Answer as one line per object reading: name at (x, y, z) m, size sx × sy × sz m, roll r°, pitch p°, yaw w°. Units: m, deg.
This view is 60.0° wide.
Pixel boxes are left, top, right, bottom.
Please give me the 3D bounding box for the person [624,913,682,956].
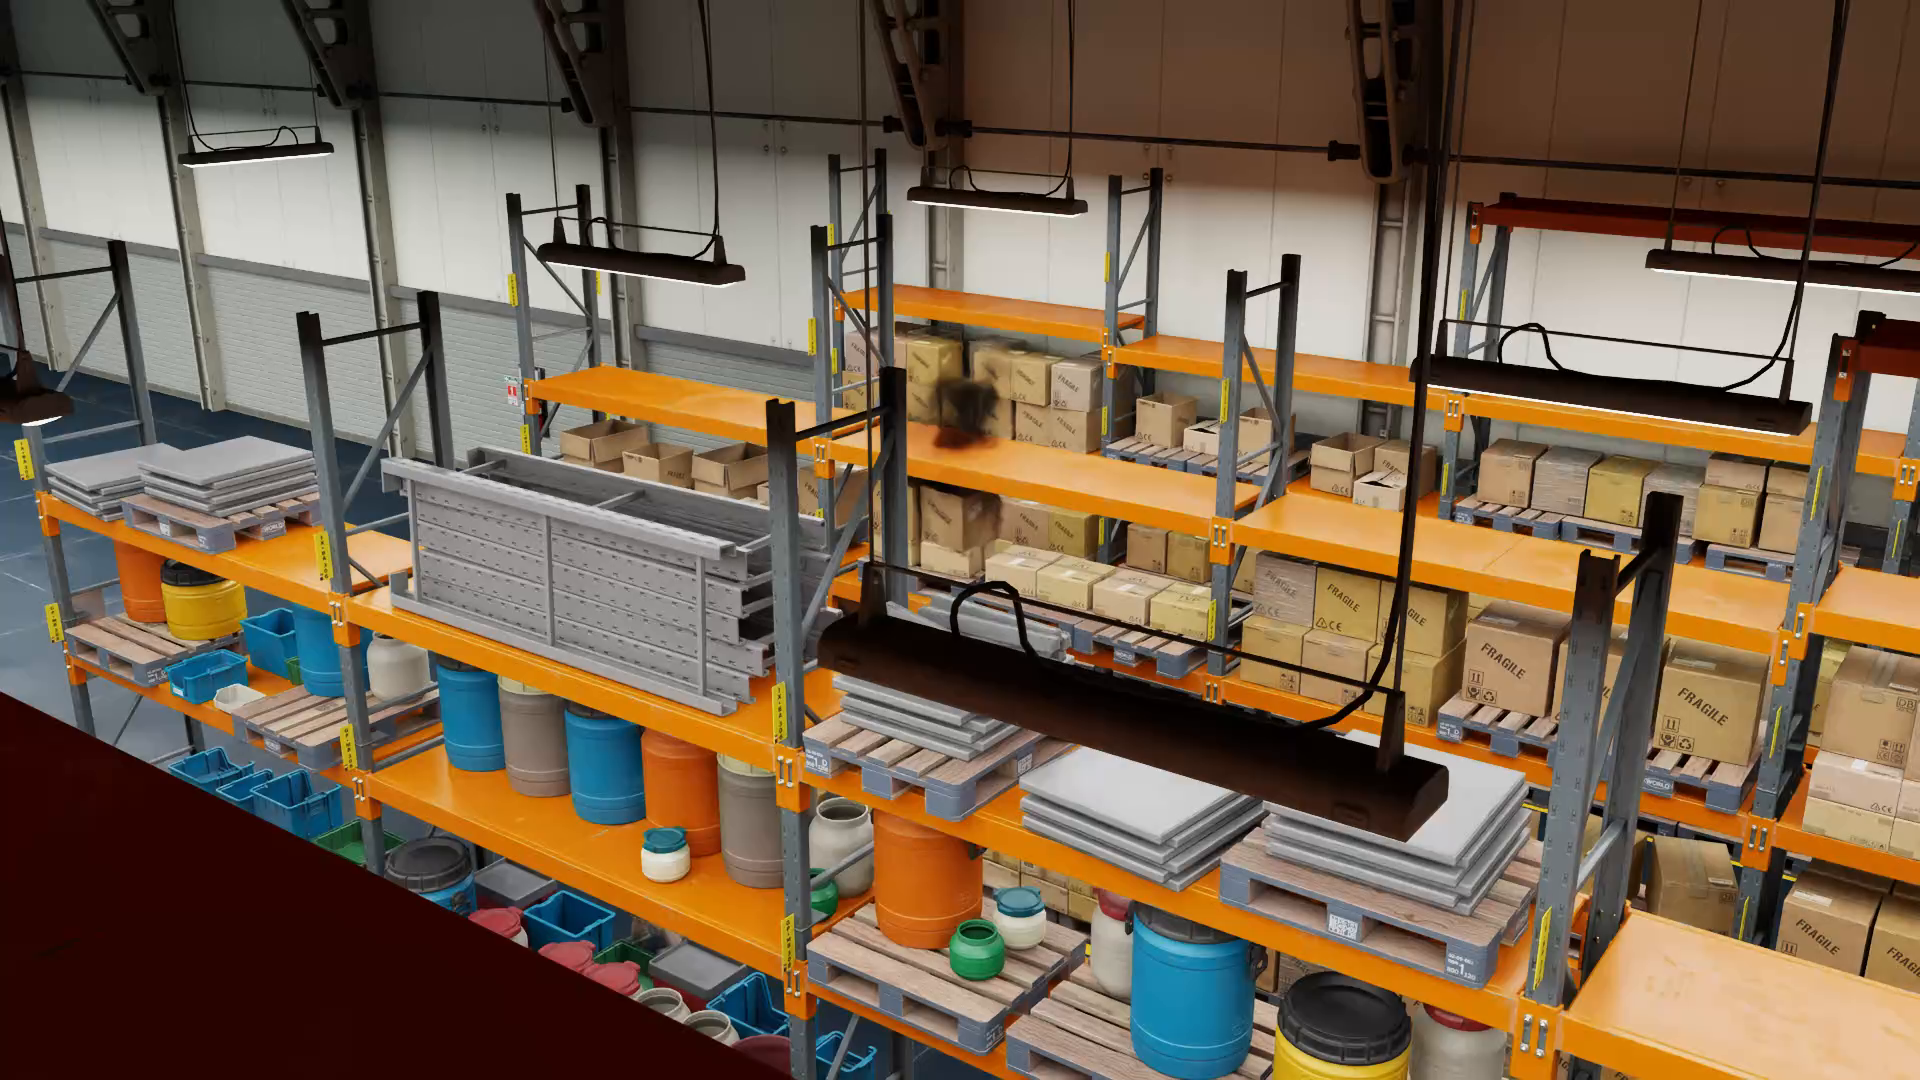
person at (-2.674, 2.795, 14.086) m, size 0.811 × 1.803 × 0.629 m, roll 11°, pitch 21°, yaw 30°
